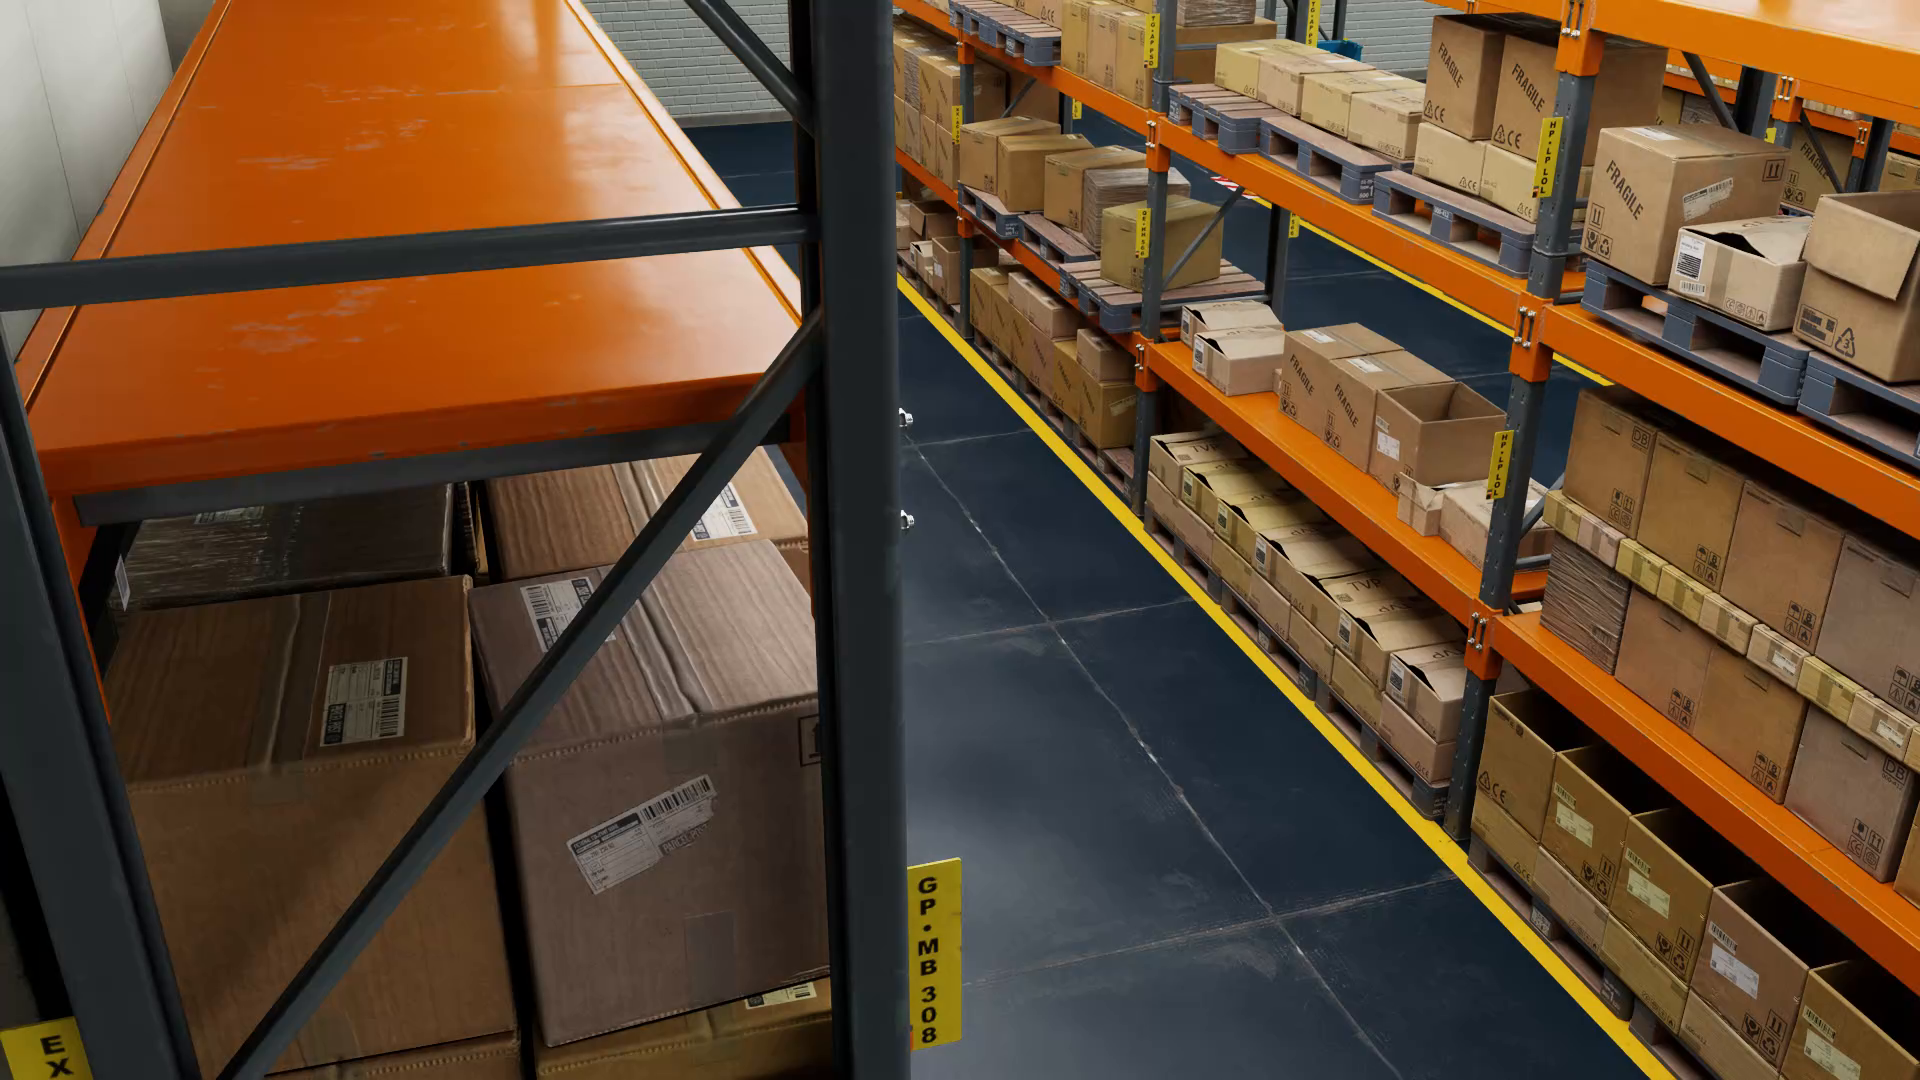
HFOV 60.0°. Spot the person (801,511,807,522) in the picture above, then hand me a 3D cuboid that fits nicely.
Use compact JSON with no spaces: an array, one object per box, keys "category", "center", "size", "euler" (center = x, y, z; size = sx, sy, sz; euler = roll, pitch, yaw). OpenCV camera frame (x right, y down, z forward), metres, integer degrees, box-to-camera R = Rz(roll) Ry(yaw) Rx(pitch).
[{"category":"person","center":[-0.989,0.336,9.586],"size":[0.942,0.996,0.583],"euler":[-9,28,-19]}]
